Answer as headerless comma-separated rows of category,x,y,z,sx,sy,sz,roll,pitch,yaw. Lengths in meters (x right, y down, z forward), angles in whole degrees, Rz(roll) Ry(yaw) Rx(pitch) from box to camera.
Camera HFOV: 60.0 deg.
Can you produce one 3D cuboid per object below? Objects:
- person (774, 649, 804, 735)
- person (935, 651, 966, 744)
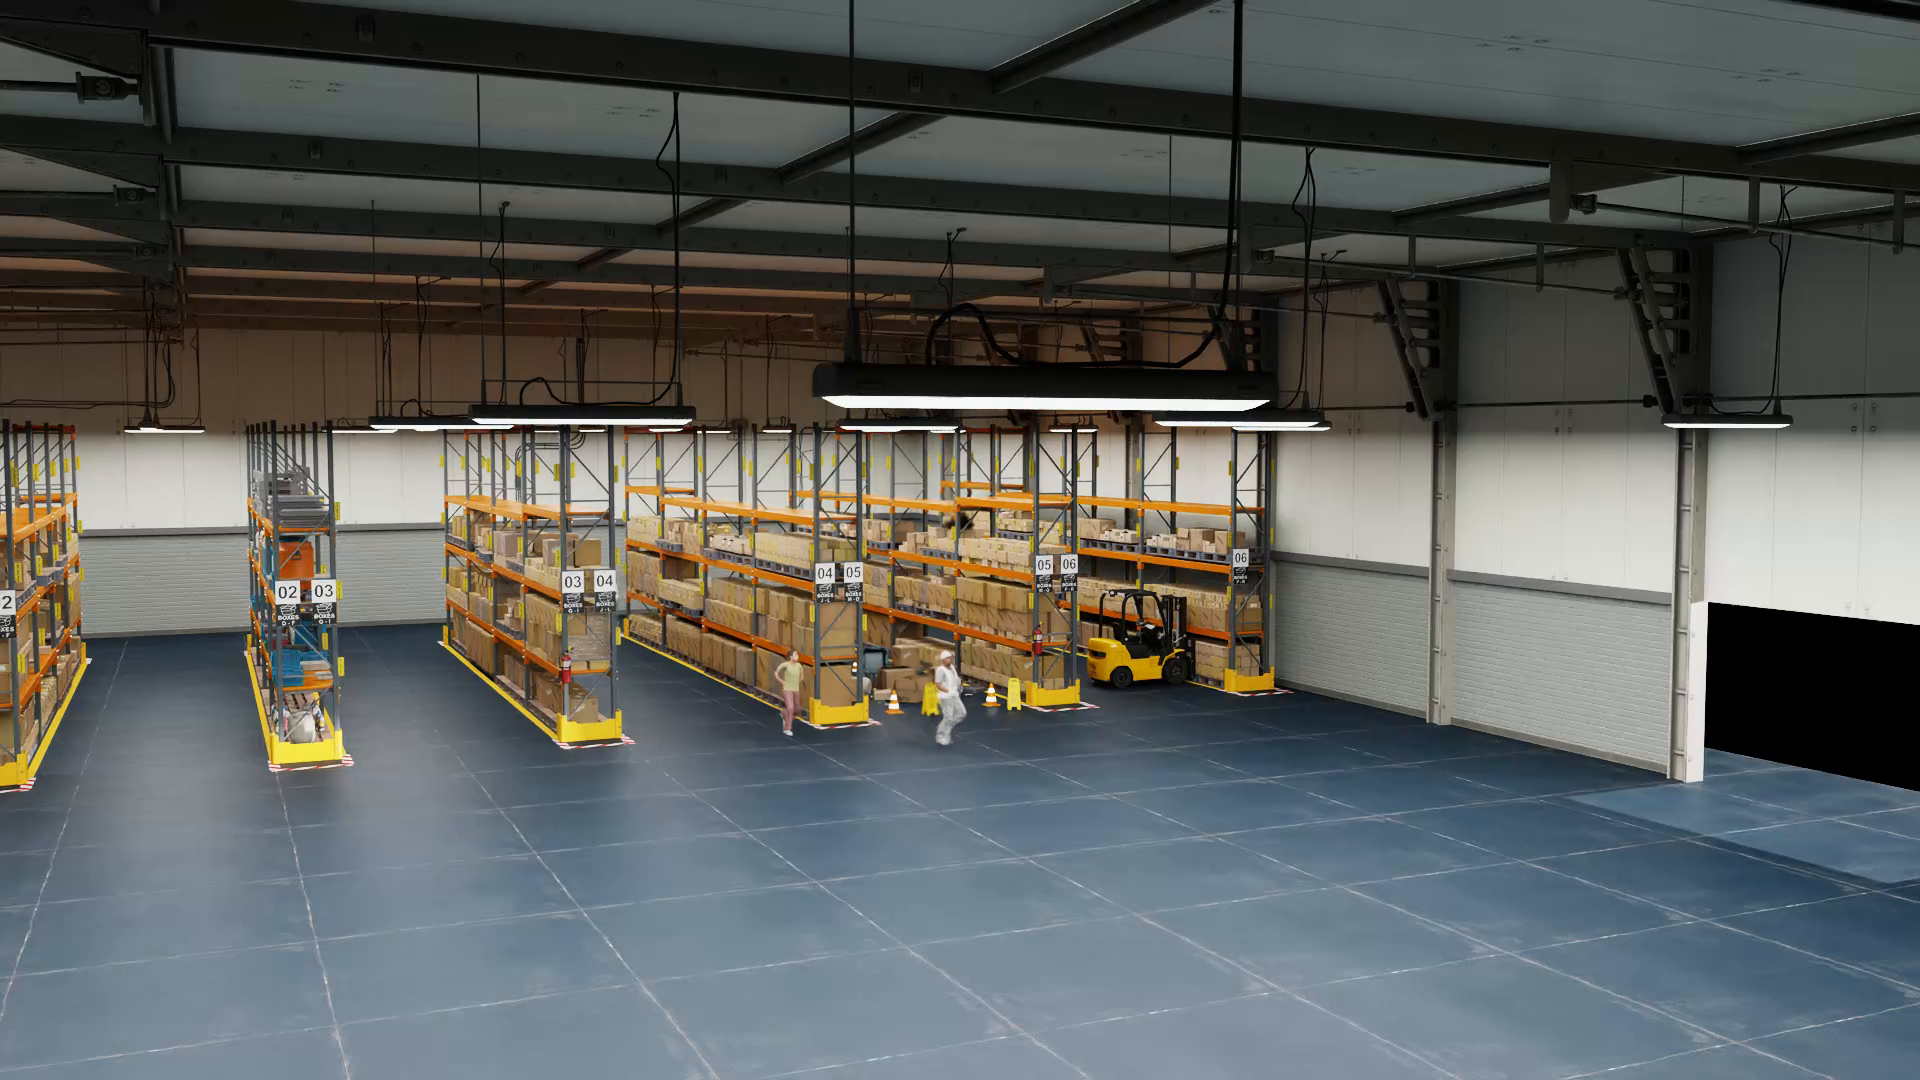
person,-3.261,2.924,32.219,0.609,1.628,0.710,-3,5,-39
person,-0.182,2.917,30.869,0.575,1.737,0.695,2,4,29
